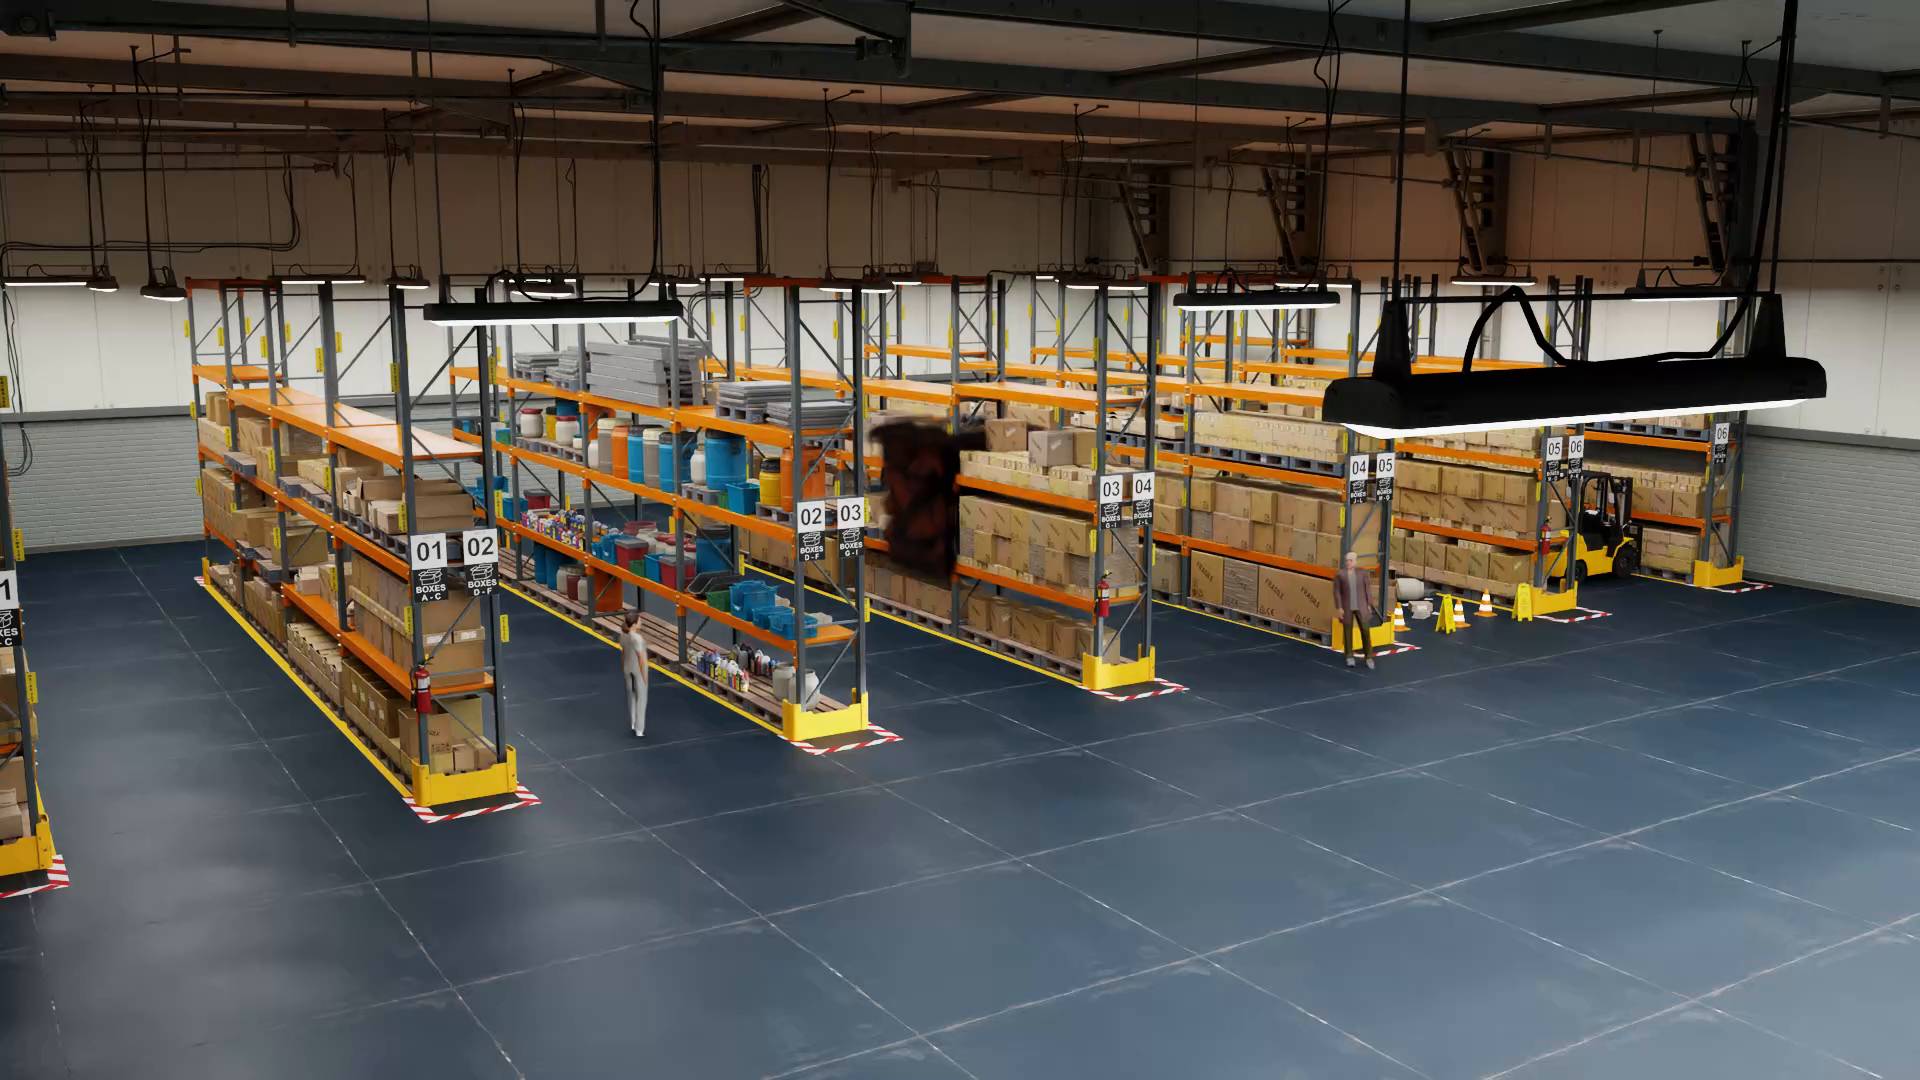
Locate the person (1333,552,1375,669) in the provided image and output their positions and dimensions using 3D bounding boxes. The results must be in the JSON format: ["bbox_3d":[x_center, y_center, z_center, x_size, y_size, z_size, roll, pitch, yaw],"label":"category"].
[{"bbox_3d":[6.207,1.100,26.161,0.668,1.805,0.466,1,10,6],"label":"person"}]

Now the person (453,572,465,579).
[{"bbox_3d":[-9.327,0.342,30.608,0.529,1.673,0.815,-5,11,-28],"label":"person"}]

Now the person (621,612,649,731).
[{"bbox_3d":[-4.375,1.749,22.416,0.445,1.605,0.450,4,11,25],"label":"person"}]
